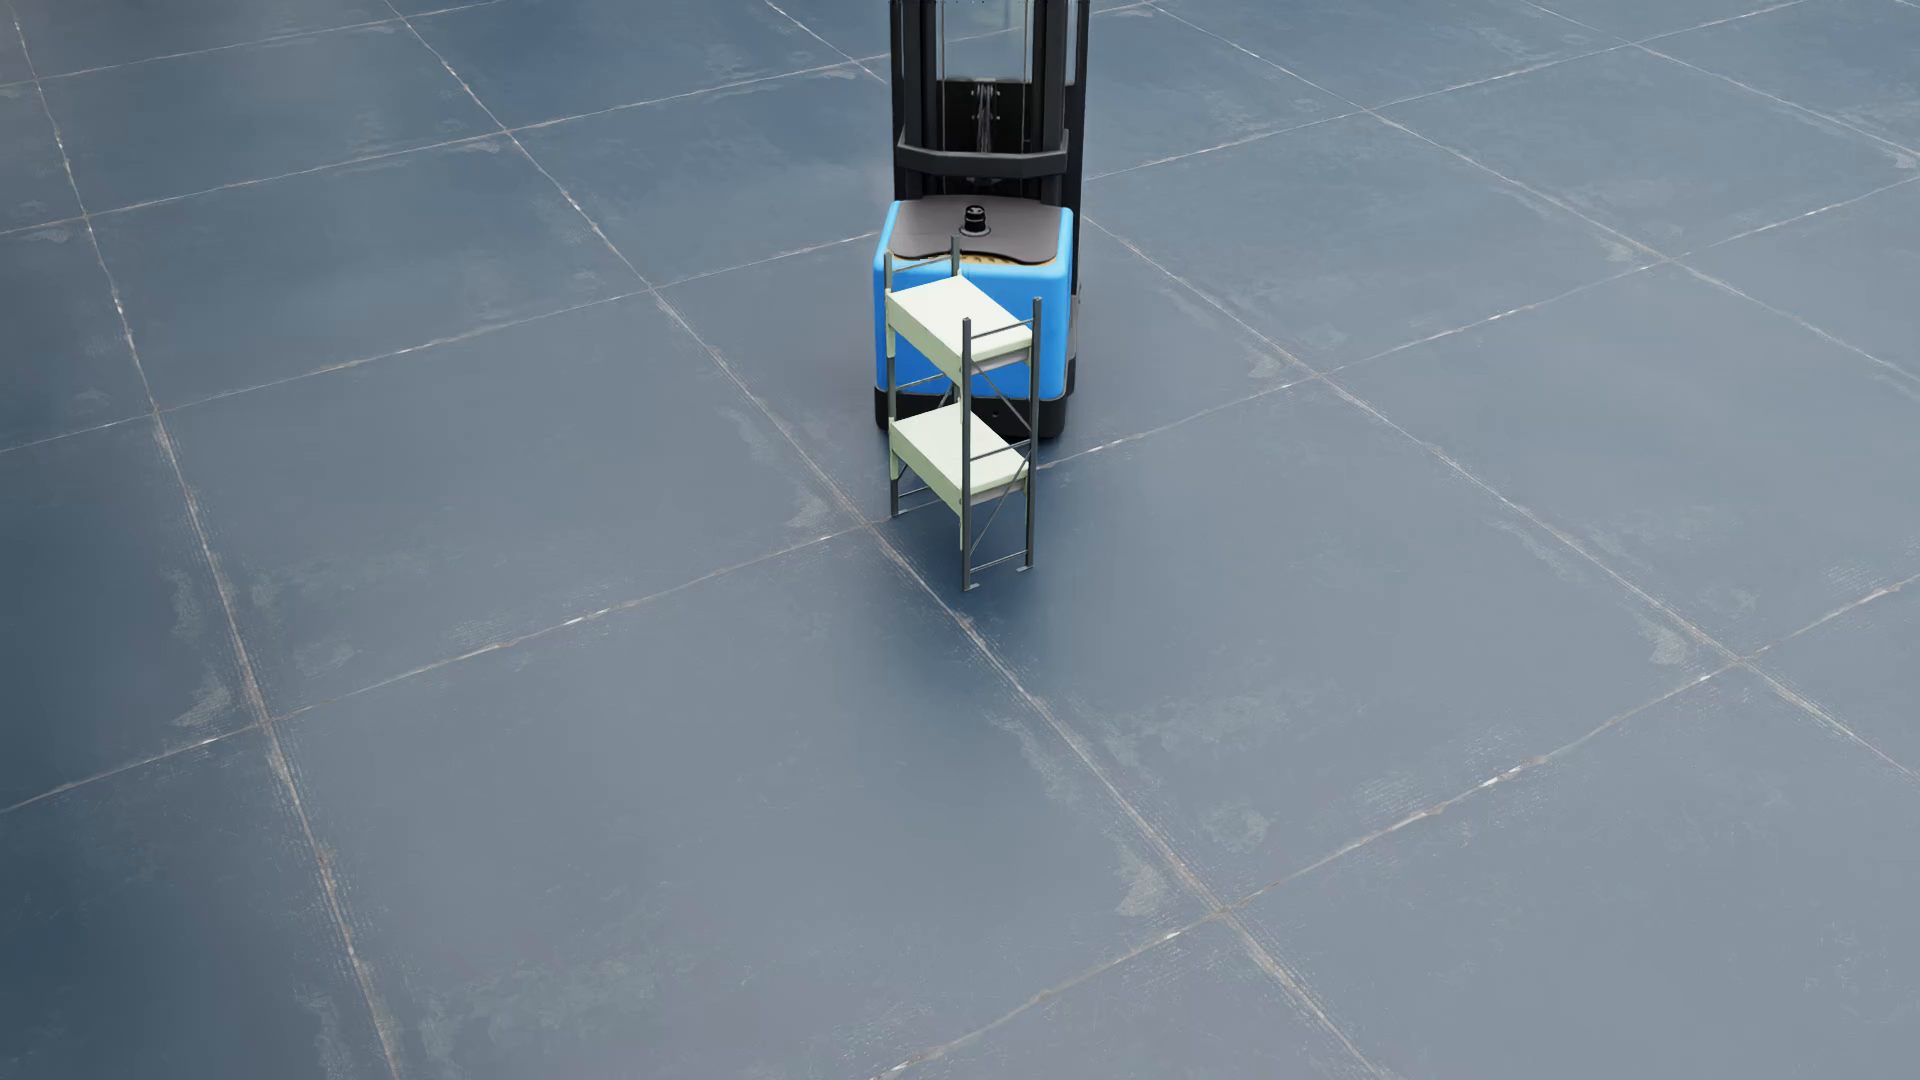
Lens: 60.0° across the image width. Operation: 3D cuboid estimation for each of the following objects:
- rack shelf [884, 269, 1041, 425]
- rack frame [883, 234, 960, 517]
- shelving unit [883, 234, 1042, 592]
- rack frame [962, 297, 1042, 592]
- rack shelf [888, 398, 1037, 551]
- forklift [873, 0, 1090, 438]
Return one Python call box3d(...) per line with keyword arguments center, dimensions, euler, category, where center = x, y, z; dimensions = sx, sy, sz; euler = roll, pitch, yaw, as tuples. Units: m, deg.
box3d(center=(0.003, -0.917, 7.800), dimensions=(0.431, 0.370, 0.720), euler=(-19, 40, -24), category="rack shelf")
box3d(center=(-0.181, -0.789, 8.286), dimensions=(0.400, 1.500, 0.023), euler=(-19, 40, -24), category="rack frame")
box3d(center=(0.003, -0.602, 8.030), dimensions=(0.431, 1.500, 0.755), euler=(-19, 40, -24), category="shelving unit")
box3d(center=(0.187, -0.416, 7.775), dimensions=(0.400, 1.500, 0.023), euler=(-19, 40, -24), category="rack frame")
box3d(center=(0.003, -0.339, 8.223), dimensions=(0.431, 0.370, 0.720), euler=(-19, 40, -24), category="rack shelf")
box3d(center=(0.184, -2.598, 9.550), dimensions=(1.130, 2.935, 3.031), euler=(3, 36, 4), category="forklift")
